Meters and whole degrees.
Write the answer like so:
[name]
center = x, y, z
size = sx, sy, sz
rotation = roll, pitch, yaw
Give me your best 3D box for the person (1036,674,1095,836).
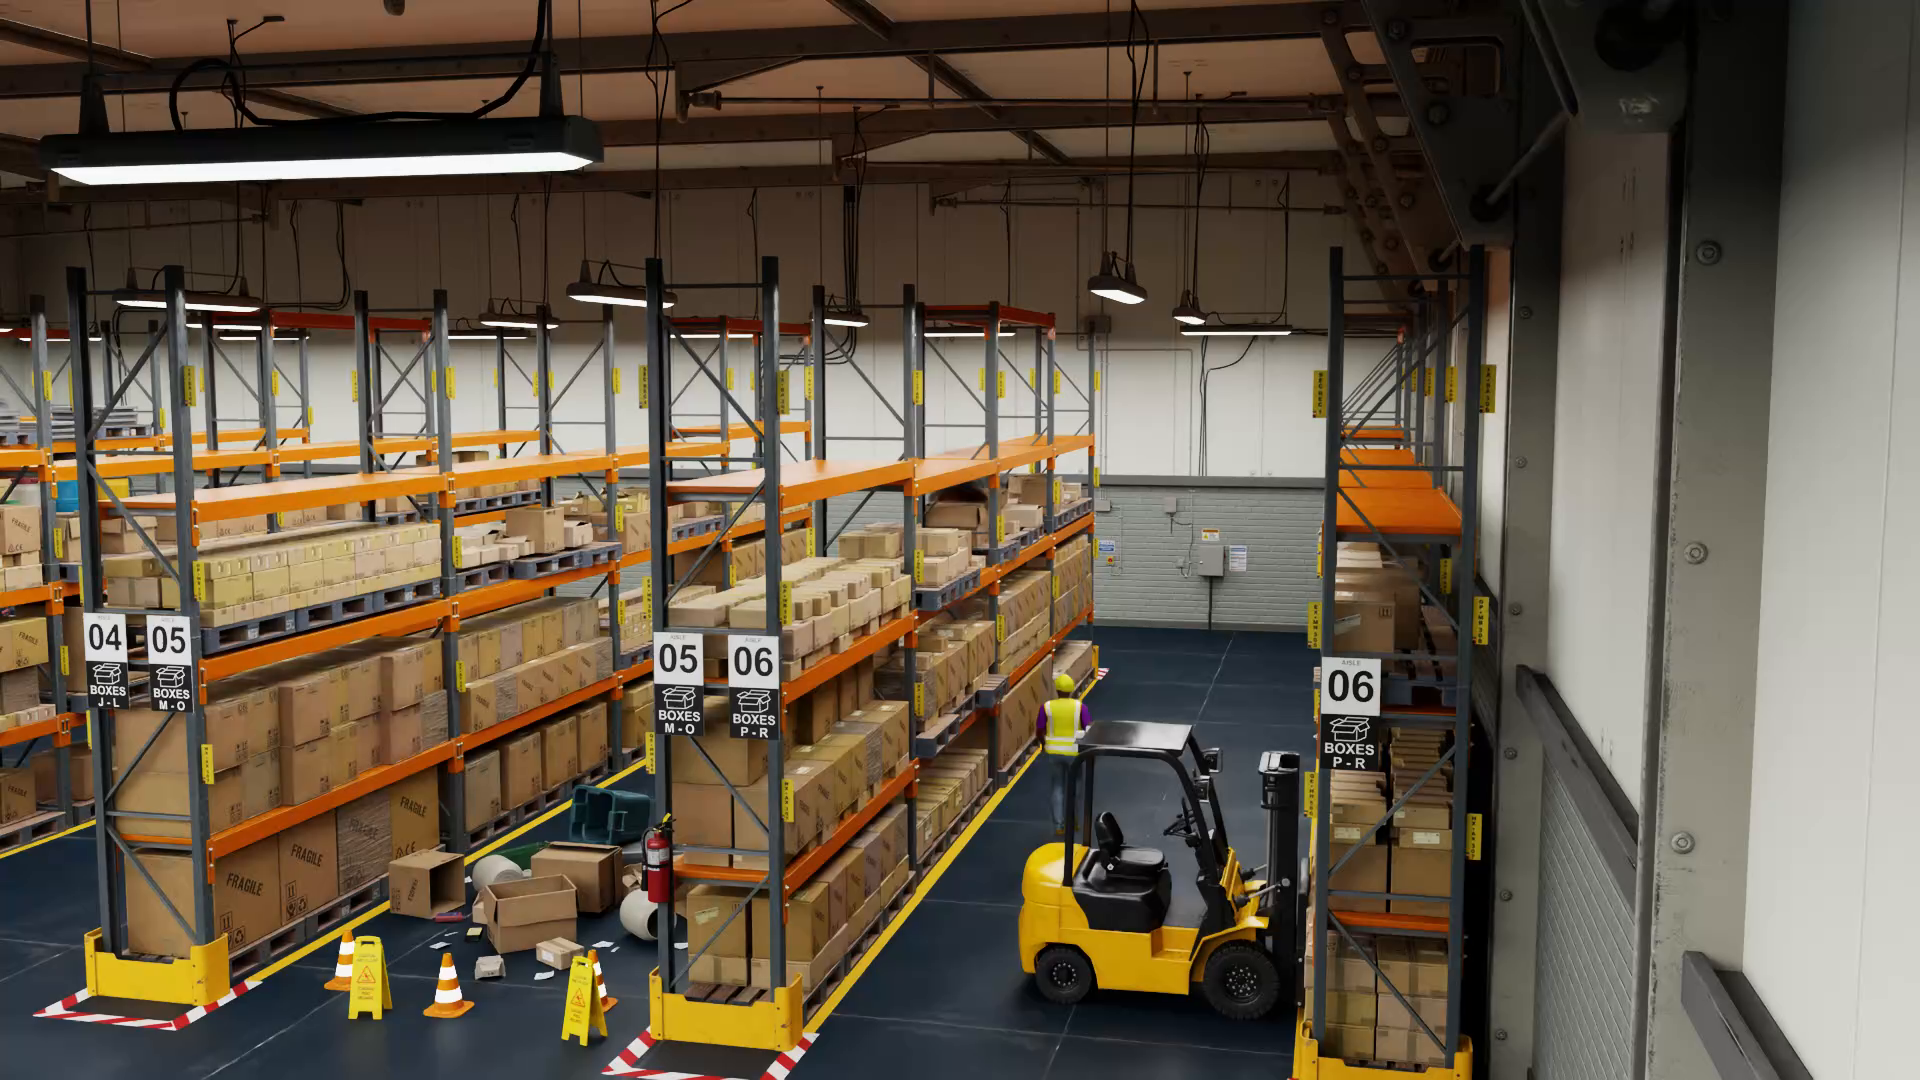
[person]
center = 1.166, 2.374, 18.327
size = 0.659, 1.808, 0.635
rotation = 1, 6, 12
